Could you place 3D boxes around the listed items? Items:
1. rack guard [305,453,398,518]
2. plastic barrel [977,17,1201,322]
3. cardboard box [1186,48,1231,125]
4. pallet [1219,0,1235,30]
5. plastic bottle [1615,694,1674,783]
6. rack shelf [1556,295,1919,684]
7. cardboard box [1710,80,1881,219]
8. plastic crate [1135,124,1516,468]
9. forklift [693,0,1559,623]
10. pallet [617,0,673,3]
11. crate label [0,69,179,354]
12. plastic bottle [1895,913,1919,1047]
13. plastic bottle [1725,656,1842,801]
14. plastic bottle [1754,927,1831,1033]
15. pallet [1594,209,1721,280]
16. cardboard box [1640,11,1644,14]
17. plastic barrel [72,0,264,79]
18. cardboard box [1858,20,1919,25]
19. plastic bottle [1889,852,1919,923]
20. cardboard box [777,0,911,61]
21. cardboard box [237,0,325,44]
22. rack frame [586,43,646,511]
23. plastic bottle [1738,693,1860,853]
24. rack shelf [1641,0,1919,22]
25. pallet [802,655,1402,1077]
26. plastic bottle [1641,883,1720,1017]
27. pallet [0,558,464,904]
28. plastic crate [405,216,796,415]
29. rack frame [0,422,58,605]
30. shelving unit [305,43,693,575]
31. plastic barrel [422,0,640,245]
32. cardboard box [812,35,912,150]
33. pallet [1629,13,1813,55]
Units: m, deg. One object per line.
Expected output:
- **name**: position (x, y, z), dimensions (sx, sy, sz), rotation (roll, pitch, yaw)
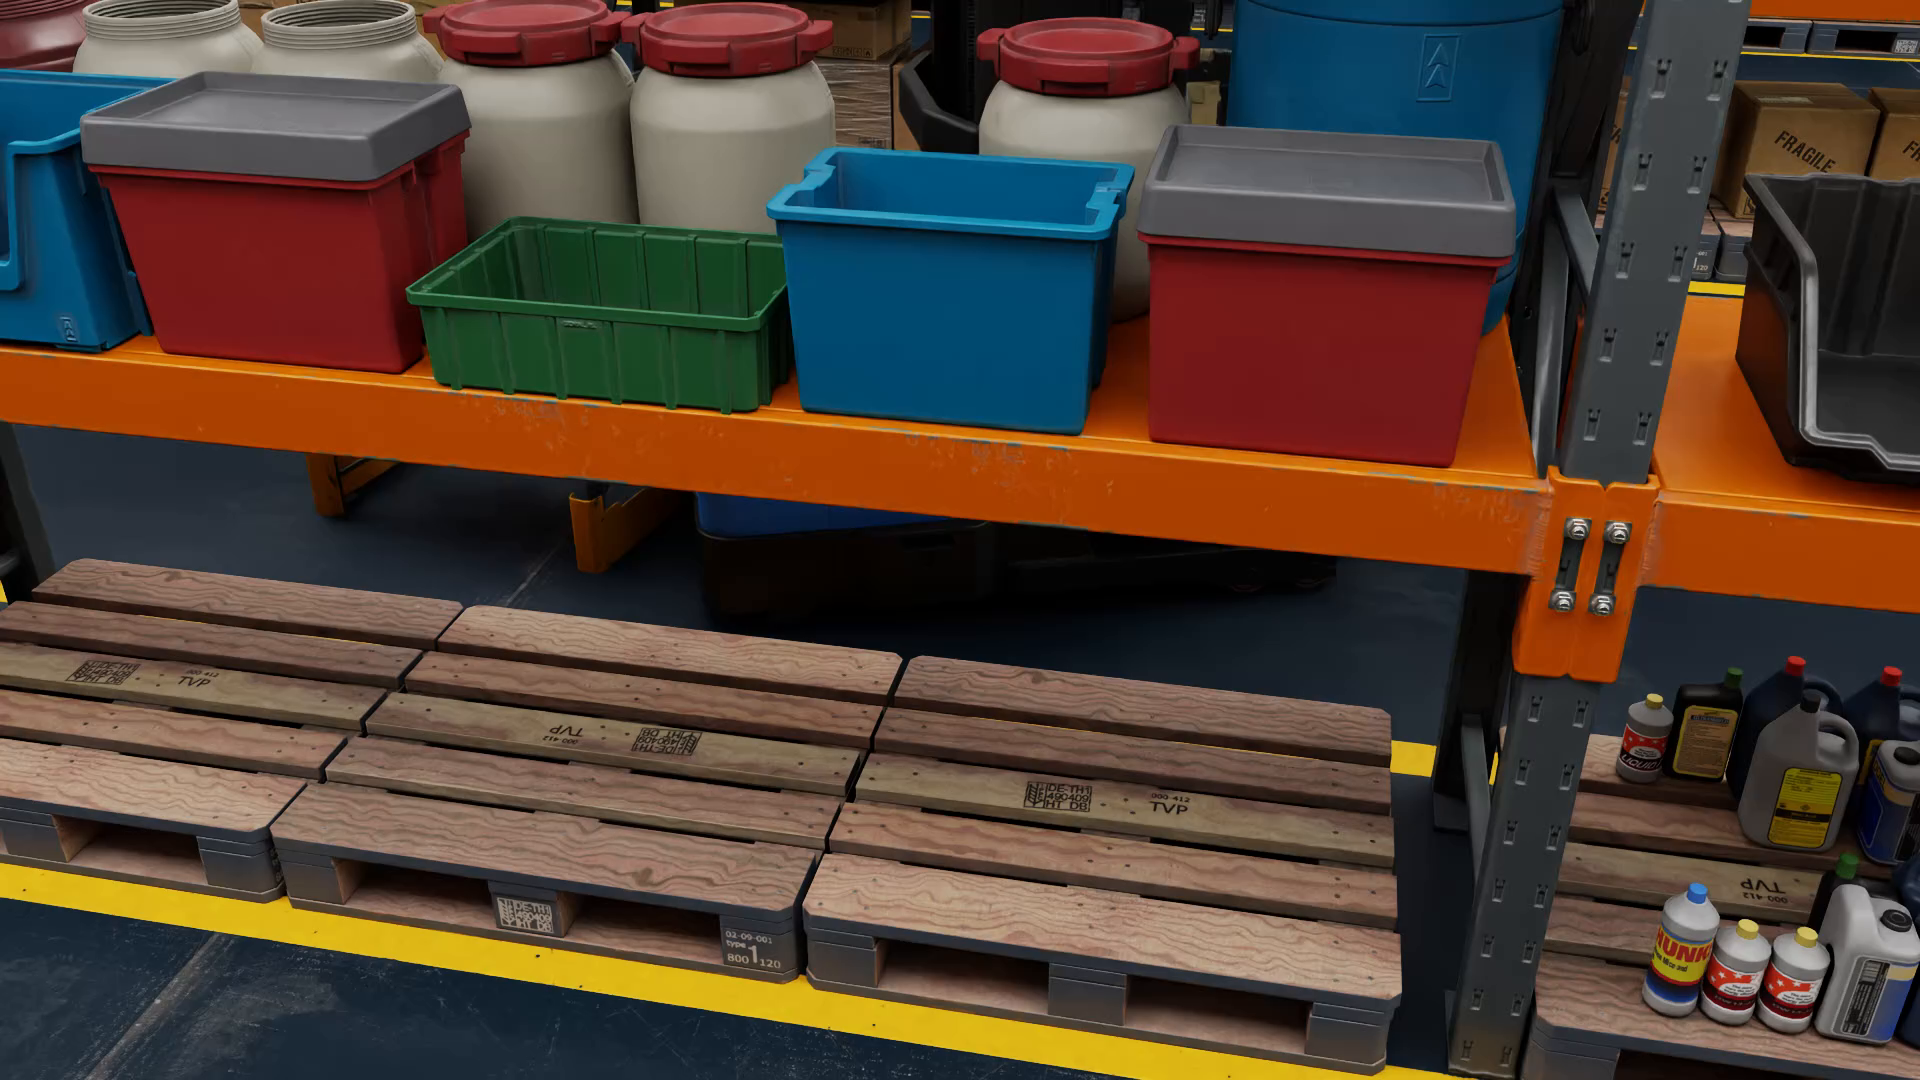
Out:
- **rack guard**: position (-1.950, -0.317, 5.569), dimensions (0.087, 0.250, 0.587), rotation (11, 31, 19)
- **plastic barrel**: position (0.248, -0.741, 3.338), dimensions (0.433, 0.535, 0.433), rotation (0, 29, 0)
- **cardboard box**: position (1.114, -2.033, 7.985), dimensions (0.500, 0.500, 0.700), rotation (6, 29, 10)
- **pallet**: position (2.536, -3.946, 12.239), dimensions (1.213, 0.211, 1.003), rotation (6, 29, 11)
- **plastic bottle**: position (1.558, 0.442, 3.774), dimensions (0.097, 0.201, 0.097), rotation (0, 29, 0)
- **rack shelf**: position (3.094, 0.034, 2.814), dimensions (4.000, 0.370, 1.077), rotation (6, 29, 11)
- **cardboard box**: position (3.740, -1.758, 7.503), dimensions (0.500, 0.500, 0.500), rotation (3, 29, 6)
- **plastic crate**: position (0.600, -0.415, 2.818), dimensions (0.583, 0.464, 0.402), rotation (6, 29, 11)
- **forklift**: position (0.678, -1.376, 4.711), dimensions (3.031, 2.935, 1.130), rotation (-5, 29, -9)
- **pallet**: position (-2.559, -4.508, 13.264), dimensions (1.213, 0.211, 1.003), rotation (6, 29, 11)
- **crate label**: position (-1.859, -0.672, 3.317), dimensions (0.616, 0.435, 0.502), rotation (6, 29, 11)
- **plastic bottle**: position (1.841, 0.763, 3.034), dimensions (0.185, 0.351, 0.144), rotation (7, 29, 12)
- **plastic bottle**: position (1.828, 0.416, 3.667), dimensions (0.185, 0.351, 0.144), rotation (5, 29, 9)
- **plastic bottle**: position (1.557, 0.810, 3.102), dimensions (0.097, 0.201, 0.097), rotation (0, 29, 0)
- **pallet**: position (2.836, -1.534, 7.833), dimensions (1.213, 0.211, 1.003), rotation (6, 29, 11)
- **cardboard box**: position (4.789, -4.195, 11.565), dimensions (0.875, 0.875, 0.875), rotation (6, 29, 11)
- **plastic barrel**: position (-1.723, -0.930, 3.708), dimensions (0.421, 0.512, 0.421), rotation (0, 29, 0)
- **cardboard box**: position (6.542, -4.016, 11.236), dimensions (0.875, 0.875, 0.875), rotation (6, 29, 11)
- **plastic bottle**: position (1.871, 0.695, 3.158), dimensions (0.185, 0.351, 0.144), rotation (6, 29, 11)
- **cardboard box**: position (-0.557, -2.533, 8.118), dimensions (0.500, 0.250, 0.500), rotation (9, 30, 16)
- **cardboard box**: position (-3.280, -2.634, 8.712), dimensions (0.875, 0.875, 1.225), rotation (6, 29, 11)
- **rack frame**: position (-1.008, -0.683, 4.936), dimensions (0.032, 1.500, 0.500), rotation (11, 31, 19)
- **plastic bottle**: position (1.798, 0.484, 3.543), dimensions (0.185, 0.351, 0.144), rotation (6, 29, 11)
- **rack shelf**: position (4.128, -2.292, 7.062), dimensions (4.000, 0.370, 1.077), rotation (6, 29, 11)
- **pallet**: position (0.362, 0.680, 3.787), dimensions (1.213, 0.211, 1.003), rotation (6, 29, 11)
- **plastic bottle**: position (1.358, 0.759, 3.122), dimensions (0.097, 0.271, 0.097), rotation (0, 29, 0)
- **pallet**: position (-2.025, 0.436, 4.234), dimensions (1.213, 0.211, 1.003), rotation (6, 29, 11)
- **plastic crate**: position (-0.624, -0.431, 3.135), dimensions (0.662, 0.188, 0.450), rotation (6, 29, 11)
- **rack frame**: position (-2.774, -0.883, 3.740), dimensions (0.127, 3.000, 1.000), rotation (6, 29, 11)
- **shelving unit**: position (-1.488, -0.776, 5.106), dimensions (1.083, 1.500, 0.587), rotation (11, 31, 19)
- **plastic barrel**: position (-0.893, -0.858, 3.552), dimensions (0.433, 0.535, 0.433), rotation (0, 29, 0)
- **cardboard box**: position (-0.535, -2.199, 8.287), dimensions (0.500, 0.500, 0.700), rotation (3, 29, 6)
- **pallet**: position (5.231, -3.670, 11.734), dimensions (1.213, 0.211, 1.003), rotation (6, 29, 11)
